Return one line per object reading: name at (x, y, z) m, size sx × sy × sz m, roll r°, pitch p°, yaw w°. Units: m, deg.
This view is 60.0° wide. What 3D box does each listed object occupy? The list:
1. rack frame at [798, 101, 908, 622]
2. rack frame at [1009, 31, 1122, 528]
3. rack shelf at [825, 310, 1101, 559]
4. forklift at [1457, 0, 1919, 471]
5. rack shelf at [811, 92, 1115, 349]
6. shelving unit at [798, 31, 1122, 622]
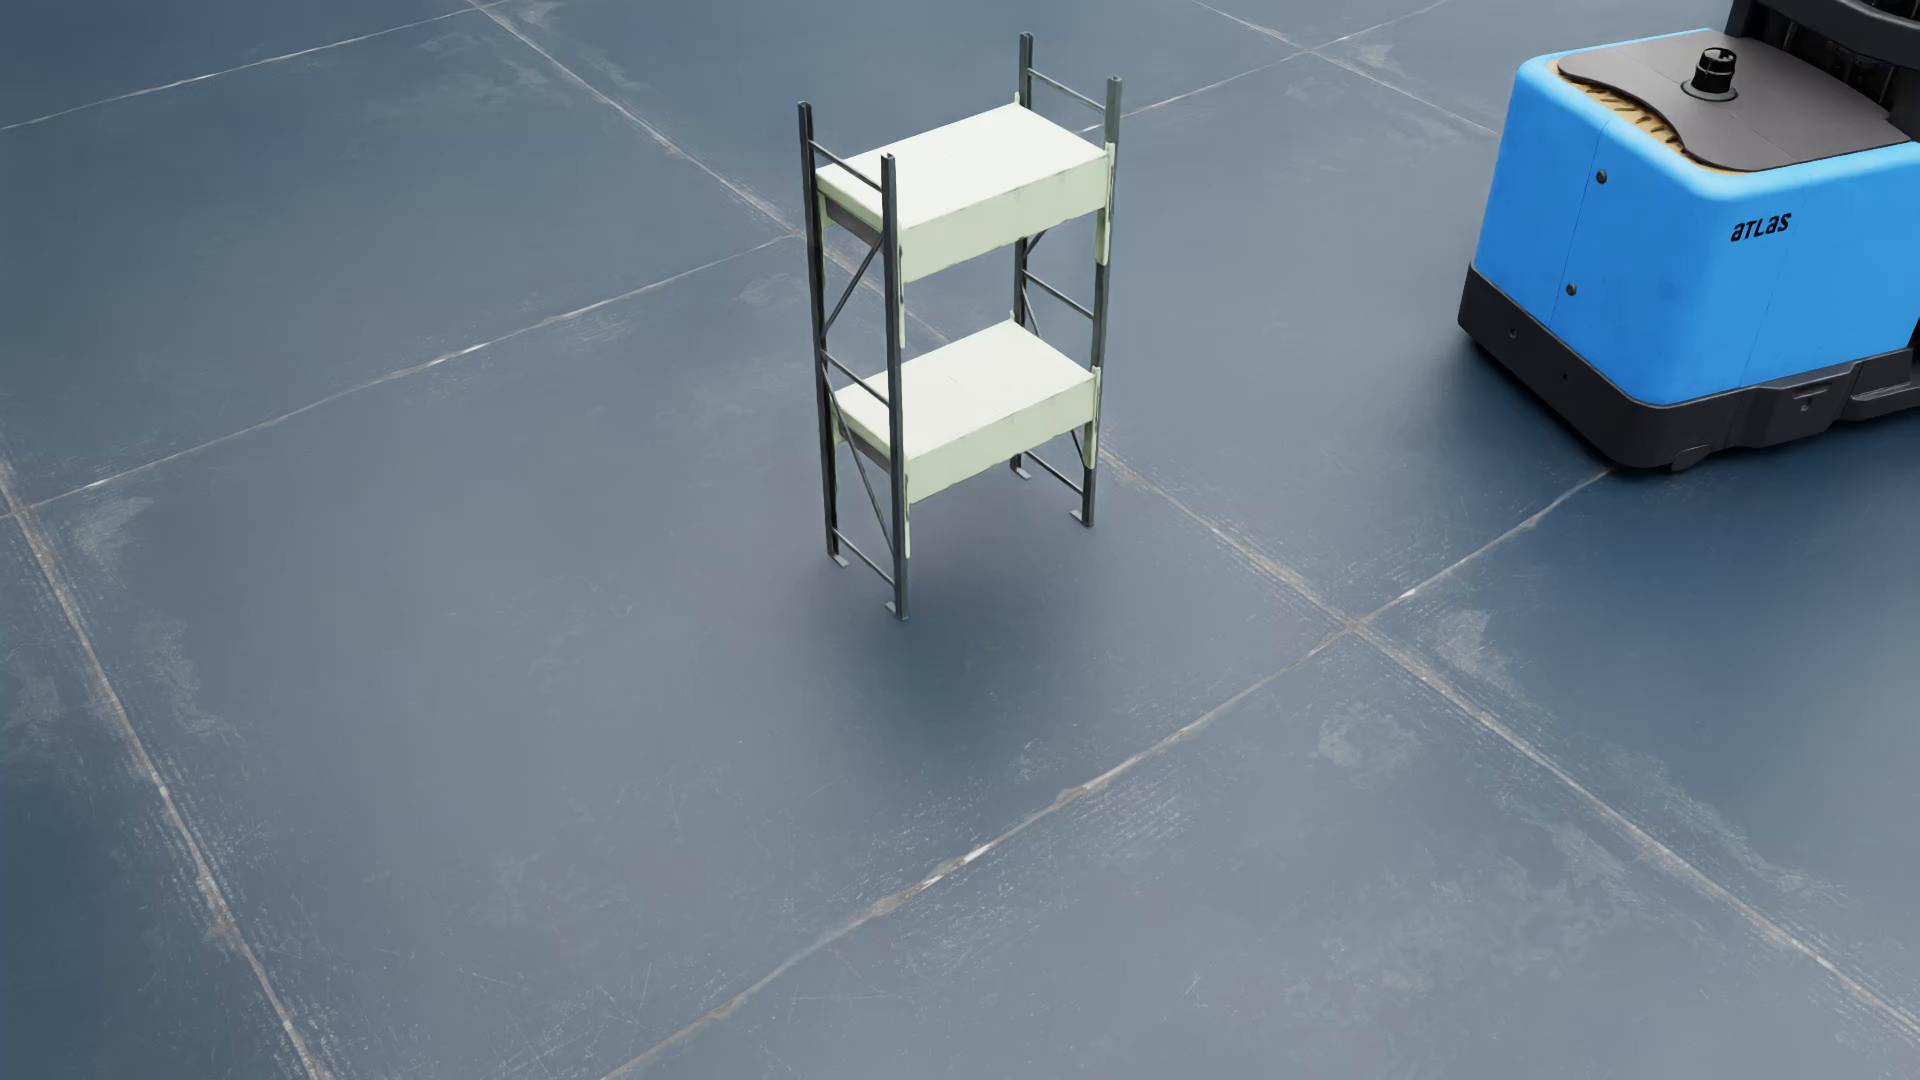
rack frame at (-0.285, -0.441, 4.605) m, size 0.023 × 1.500 × 0.400 m, roll -26°, pitch 46°, yaw -28°
rack frame at (0.295, -0.724, 4.950) m, size 0.023 × 1.500 × 0.400 m, roll -26°, pitch 46°, yaw -28°
rack shelf at (0.005, -0.330, 4.984) m, size 0.720 × 0.370 × 0.431 m, roll -26°, pitch 46°, yaw -28°
forklift at (3.401, -1.939, 5.303) m, size 3.031 × 2.935 × 1.130 m, roll -13°, pitch 41°, yaw -16°
rack shelf at (0.005, -0.884, 4.530) m, size 0.720 × 0.370 × 0.431 m, roll -26°, pitch 46°, yaw -28°
shelving unit at (0.005, -0.582, 4.777) m, size 0.755 × 1.500 × 0.431 m, roll -26°, pitch 46°, yaw -28°
